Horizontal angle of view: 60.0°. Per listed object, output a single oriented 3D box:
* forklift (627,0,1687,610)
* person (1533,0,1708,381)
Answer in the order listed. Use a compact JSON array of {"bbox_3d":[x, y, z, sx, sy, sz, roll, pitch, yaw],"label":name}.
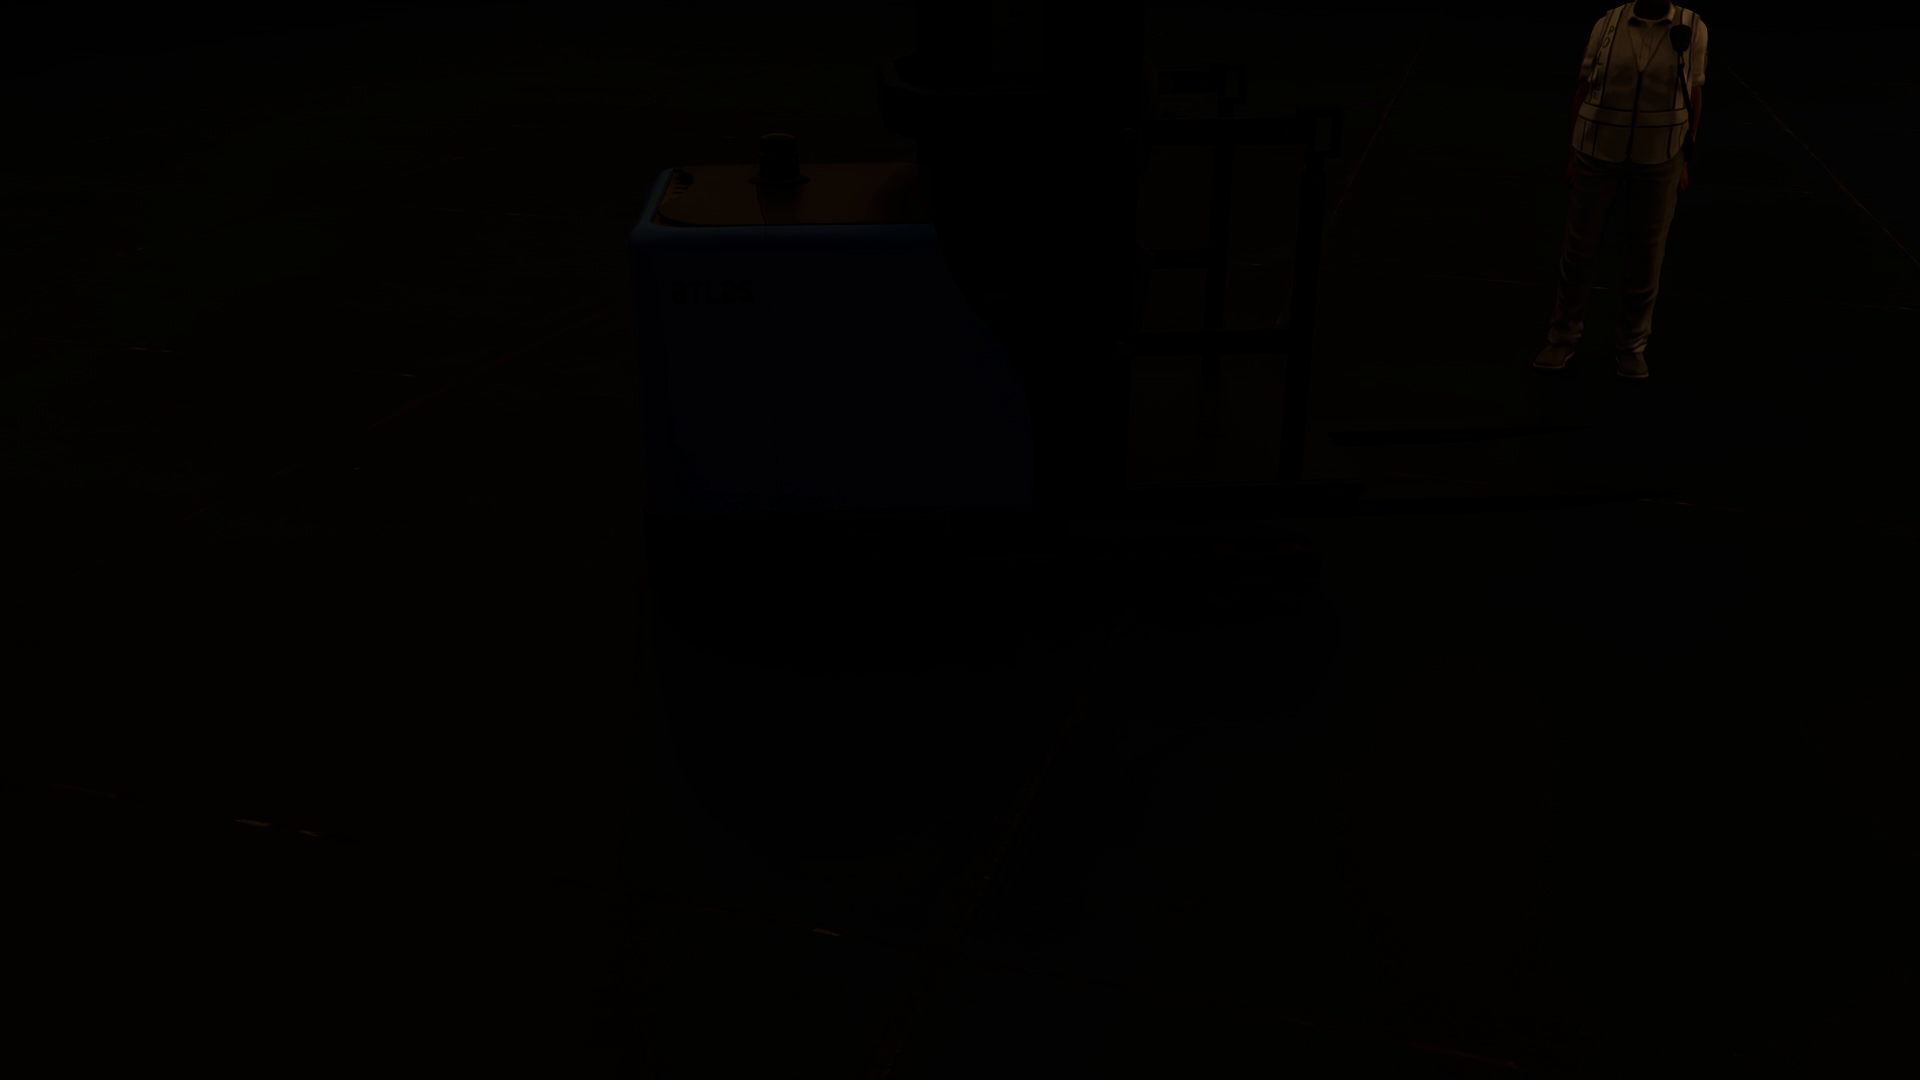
[{"bbox_3d":[0.606,-1.374,4.608,3.031,2.935,1.130,-2,23,-4],"label":"forklift"},{"bbox_3d":[2.612,-1.376,6.561,0.482,1.452,0.389,9,24,20],"label":"person"}]
